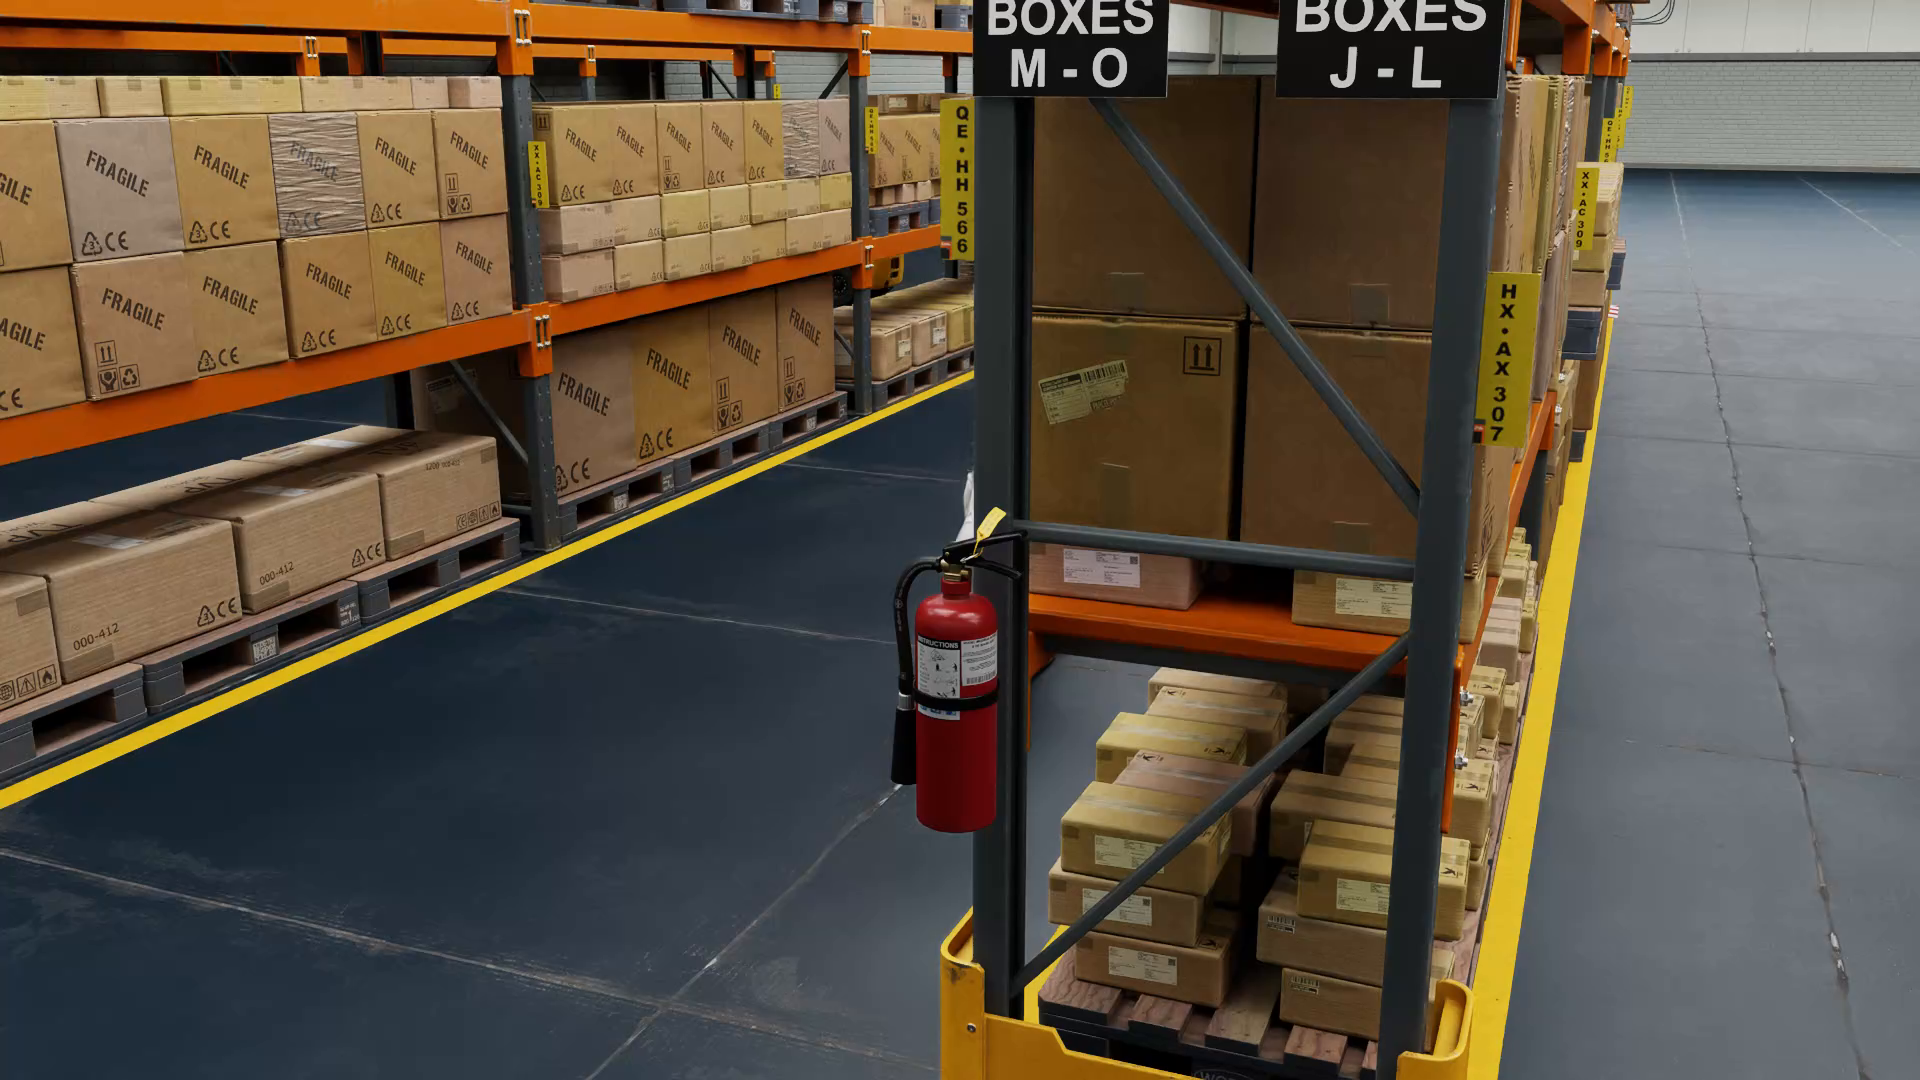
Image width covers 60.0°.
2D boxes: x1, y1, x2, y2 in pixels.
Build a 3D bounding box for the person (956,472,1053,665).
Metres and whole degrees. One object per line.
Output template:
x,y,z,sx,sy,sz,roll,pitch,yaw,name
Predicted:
0.210,0.040,7.160,0.489,0.984,0.845,6,17,21,person
